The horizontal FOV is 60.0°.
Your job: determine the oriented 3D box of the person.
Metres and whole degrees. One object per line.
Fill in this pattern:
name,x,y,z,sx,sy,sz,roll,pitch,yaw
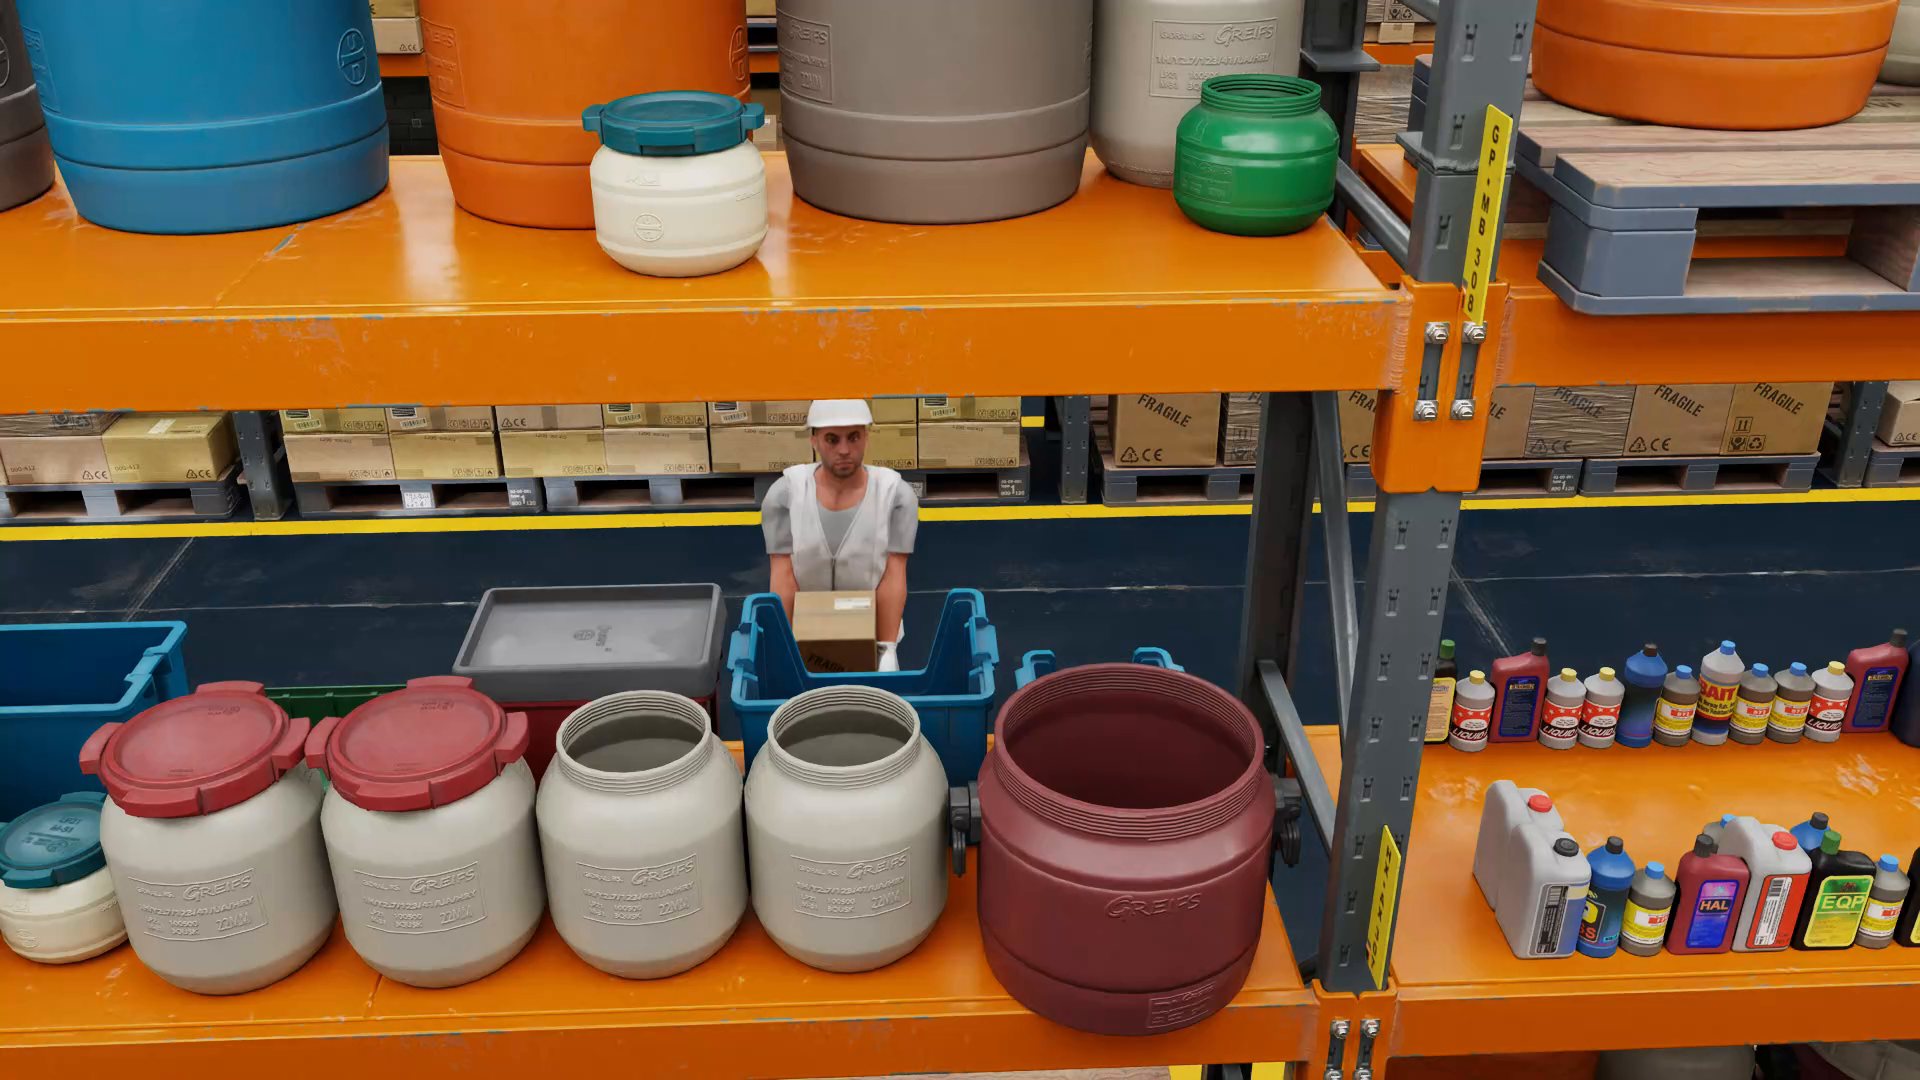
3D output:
person,-0.373,0.396,5.333,0.493,1.782,0.560,-1,27,-2
